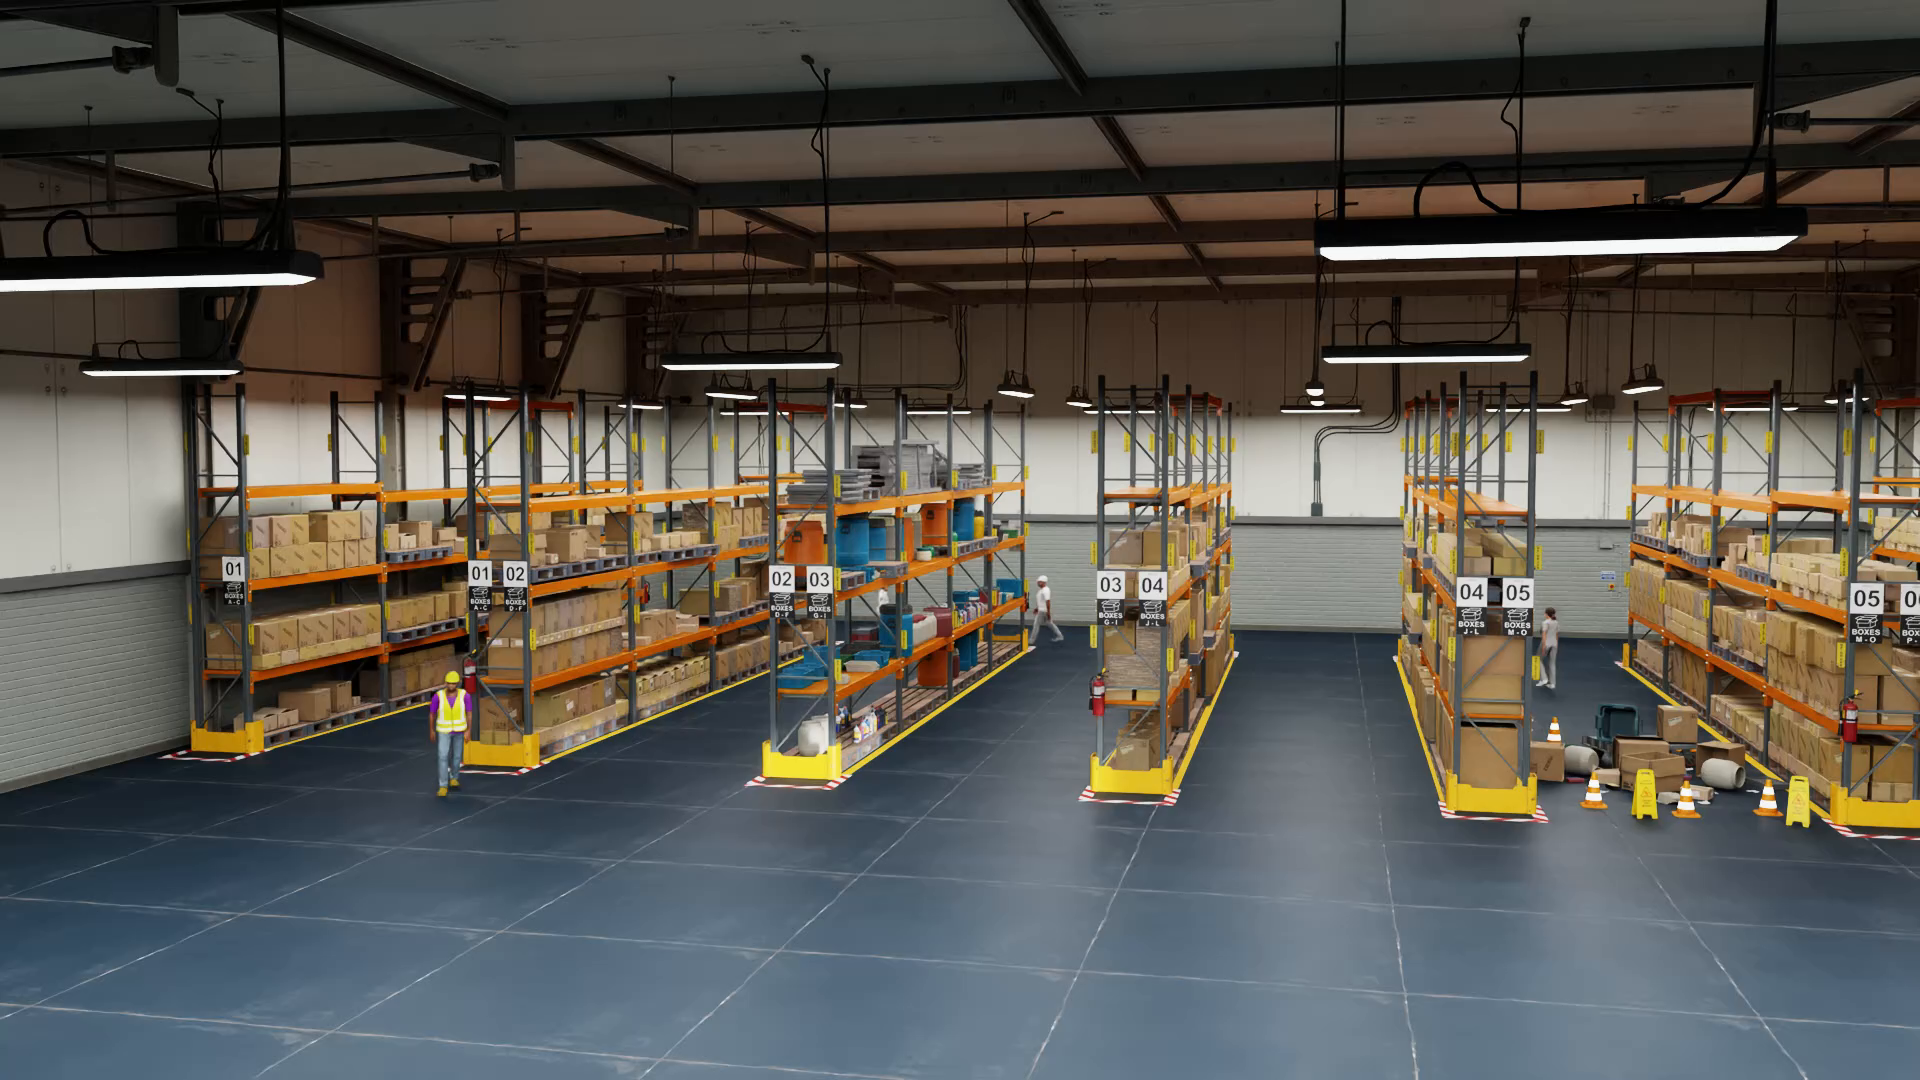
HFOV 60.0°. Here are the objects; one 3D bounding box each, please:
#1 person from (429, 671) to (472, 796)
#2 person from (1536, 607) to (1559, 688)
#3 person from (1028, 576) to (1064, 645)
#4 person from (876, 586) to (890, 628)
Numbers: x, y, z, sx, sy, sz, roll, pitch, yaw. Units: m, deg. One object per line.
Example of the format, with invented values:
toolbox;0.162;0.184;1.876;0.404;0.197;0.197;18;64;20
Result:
person;-7.308;2.744;23.909;0.593;1.716;0.951;-2;4;-25
person;12.122;2.212;34.161;0.446;1.668;0.520;0;3;-8
person;2.087;1.761;41.740;1.041;1.734;0.574;0;3;-1
person;-1.880;1.852;40.808;0.536;1.704;0.527;0;3;-7
